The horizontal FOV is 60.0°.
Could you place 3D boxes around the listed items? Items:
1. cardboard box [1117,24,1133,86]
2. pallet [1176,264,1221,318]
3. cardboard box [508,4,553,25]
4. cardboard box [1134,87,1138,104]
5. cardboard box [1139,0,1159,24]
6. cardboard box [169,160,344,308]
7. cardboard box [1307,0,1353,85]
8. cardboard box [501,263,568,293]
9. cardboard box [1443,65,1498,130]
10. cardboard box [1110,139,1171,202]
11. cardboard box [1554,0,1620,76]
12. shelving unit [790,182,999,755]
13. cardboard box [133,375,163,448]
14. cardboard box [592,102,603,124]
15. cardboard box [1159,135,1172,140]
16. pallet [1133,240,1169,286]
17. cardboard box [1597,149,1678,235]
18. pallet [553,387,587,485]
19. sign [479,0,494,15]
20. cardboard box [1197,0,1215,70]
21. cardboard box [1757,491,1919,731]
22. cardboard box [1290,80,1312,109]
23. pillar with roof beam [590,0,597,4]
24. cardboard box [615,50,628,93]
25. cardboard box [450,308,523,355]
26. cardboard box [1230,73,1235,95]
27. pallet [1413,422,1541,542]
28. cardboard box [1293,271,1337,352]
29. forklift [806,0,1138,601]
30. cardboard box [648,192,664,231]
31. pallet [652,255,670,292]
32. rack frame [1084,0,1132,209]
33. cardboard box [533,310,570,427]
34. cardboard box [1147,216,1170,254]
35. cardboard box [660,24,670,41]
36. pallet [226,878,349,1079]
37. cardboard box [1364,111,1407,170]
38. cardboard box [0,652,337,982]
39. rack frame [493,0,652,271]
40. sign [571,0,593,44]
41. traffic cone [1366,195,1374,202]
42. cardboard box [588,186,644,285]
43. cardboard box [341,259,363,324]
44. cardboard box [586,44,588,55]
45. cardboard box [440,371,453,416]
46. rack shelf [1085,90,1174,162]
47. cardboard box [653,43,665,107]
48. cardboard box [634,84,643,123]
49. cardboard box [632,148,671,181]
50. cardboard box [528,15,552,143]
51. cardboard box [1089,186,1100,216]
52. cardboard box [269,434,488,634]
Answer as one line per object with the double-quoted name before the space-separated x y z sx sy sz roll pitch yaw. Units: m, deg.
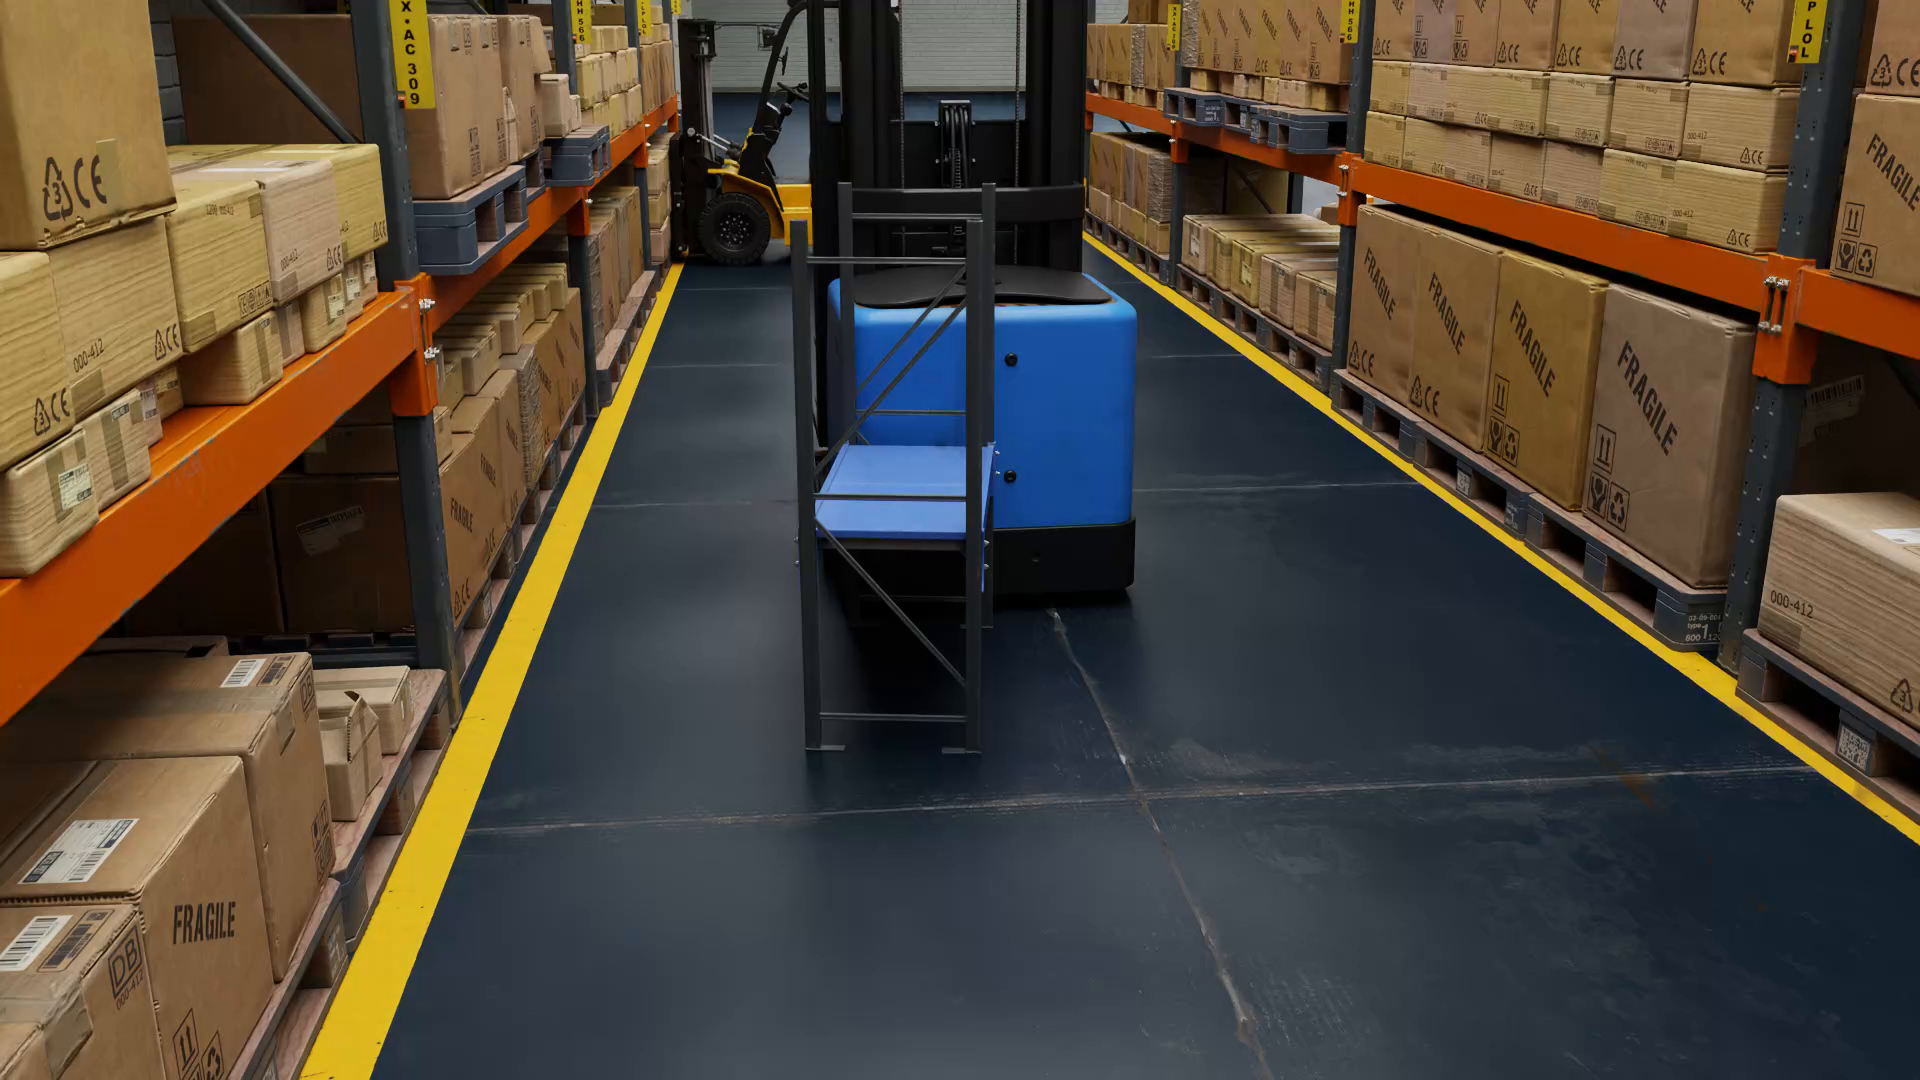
"cardboard box" 1.658 -4.182 14.327 0.500 0.500 0.500 -2 18 -7
"pallet" 2.209 -1.845 12.203 1.003 0.211 1.213 -2 18 -6
"cardboard box" -3.143 -3.838 12.148 0.380 0.149 0.250 -2 18 -6
"cardboard box" 1.686 -3.754 14.046 0.380 0.149 0.250 -2 18 -7
"cardboard box" 2.029 -4.970 15.166 0.700 0.500 0.500 -2 18 -5
"cardboard box" -1.623 -0.647 3.484 0.500 0.250 0.500 -2 18 -5
"cardboard box" 2.216 -2.733 9.009 0.500 0.500 0.500 -2 18 -7
"cardboard box" -2.094 -1.239 8.006 0.380 0.149 0.250 -3 18 -8
"cardboard box" 2.438 -1.921 7.205 0.500 0.250 0.500 -2 18 -6
"cardboard box" 1.628 -3.284 14.769 0.500 0.500 0.500 -1 17 -5
"cardboard box" 2.563 -1.980 6.140 0.500 0.500 0.500 -1 17 -4
"shelving unit" -0.164 -0.264 5.013 0.538 1.500 1.048 1 17 3
"cardboard box" -1.559 -0.202 2.734 0.380 0.149 0.250 -2 18 -6
"cardboard box" -2.247 -2.280 9.181 0.500 0.250 0.500 -2 18 -7
"cardboard box" 2.114 -3.460 15.327 0.500 0.500 0.500 -1 17 -4
"pallet" 2.023 -2.276 13.575 1.003 0.211 1.213 -2 18 -6
"cardboard box" 2.604 -1.230 5.839 0.500 0.250 0.500 -2 18 -6
"pallet" -2.358 -0.507 7.941 1.003 0.211 1.213 -2 18 -6
"sign" -3.362 -3.686 11.834 0.100 0.325 0.005 -2 18 -6
"cardboard box" 1.942 -3.500 11.453 0.500 0.500 0.500 -2 18 -5
"cardboard box" 2.910 0.188 4.646 0.875 0.438 0.875 -2 18 -6
"cardboard box" 2.102 -2.538 9.472 0.380 0.149 0.250 -2 18 -6
"pillar with roof beam" -0.384 -8.993 20.297 9.100 9.000 0.400 -2 18 -6
"cardboard box" -2.398 -2.976 10.565 0.500 0.250 0.500 -1 17 -5
"cardboard box" -1.985 -0.844 6.745 0.380 0.149 0.250 -3 18 -8
"cardboard box" 2.001 -3.005 10.961 0.380 0.149 0.250 -2 18 -5
"pallet" 2.669 -0.286 7.235 1.003 0.211 1.213 -2 18 -6
"cardboard box" 2.491 -1.331 9.596 0.950 0.372 0.625 -3 18 -9
"forklift" -0.082 -1.585 6.834 1.130 2.935 3.031 -2 18 -7
"cardboard box" -2.553 -2.534 12.795 0.500 0.250 0.500 -2 18 -6
"pallet" -2.850 -2.161 13.208 1.003 0.211 1.213 -2 18 -6
"rack frame" 1.715 -4.599 16.320 1.000 3.000 0.127 -2 18 -6
"cardboard box" -2.099 -0.801 7.691 0.500 0.500 0.500 -2 18 -6
"cardboard box" 1.799 -2.464 13.407 0.500 0.250 0.500 -1 17 -3
"cardboard box" -2.852 -4.632 15.175 0.380 0.149 0.250 -1 17 -5
"pallet" -1.786 1.030 3.045 1.003 0.211 1.213 -2 18 -6
"cardboard box" 2.340 -1.991 8.261 0.500 0.250 0.500 -2 18 -7
"cardboard box" -1.697 0.564 3.345 0.700 0.500 0.500 -2 18 -8
"rack frame" -2.810 -3.253 12.032 1.000 3.000 0.127 -2 18 -6
"sign" -1.858 -2.596 8.137 0.100 0.325 0.005 -2 18 -6
"traffic cone" 4.111 -3.436 16.851 0.336 0.463 0.334 -2 18 -6
"cardboard box" -2.745 -2.166 11.831 0.875 0.625 0.625 -1 17 -3
"cardboard box" -1.652 -0.586 3.955 0.380 0.149 0.250 -1 17 -4
"cardboard box" -2.218 -2.678 8.950 0.380 0.149 0.250 -1 17 -4
"cardboard box" -1.900 -0.458 5.518 0.380 0.149 0.250 -3 18 -9
"rack shelf" 1.921 -3.660 14.530 1.077 0.370 4.000 -2 18 -6
"cardboard box" -2.750 -3.897 13.916 0.500 0.500 0.500 -2 18 -5
"cardboard box" -2.498 -3.040 11.602 0.500 0.250 0.500 -1 17 -4
"cardboard box" -2.653 -3.073 13.678 0.500 0.250 0.500 -1 17 -4
"cardboard box" -2.045 -1.831 6.627 0.797 0.503 0.637 -2 18 -7
"cardboard box" 1.523 -3.239 15.876 0.500 0.250 0.500 -2 18 -6
"cardboard box" -1.811 -0.029 5.233 0.500 0.500 0.500 -1 17 -3
